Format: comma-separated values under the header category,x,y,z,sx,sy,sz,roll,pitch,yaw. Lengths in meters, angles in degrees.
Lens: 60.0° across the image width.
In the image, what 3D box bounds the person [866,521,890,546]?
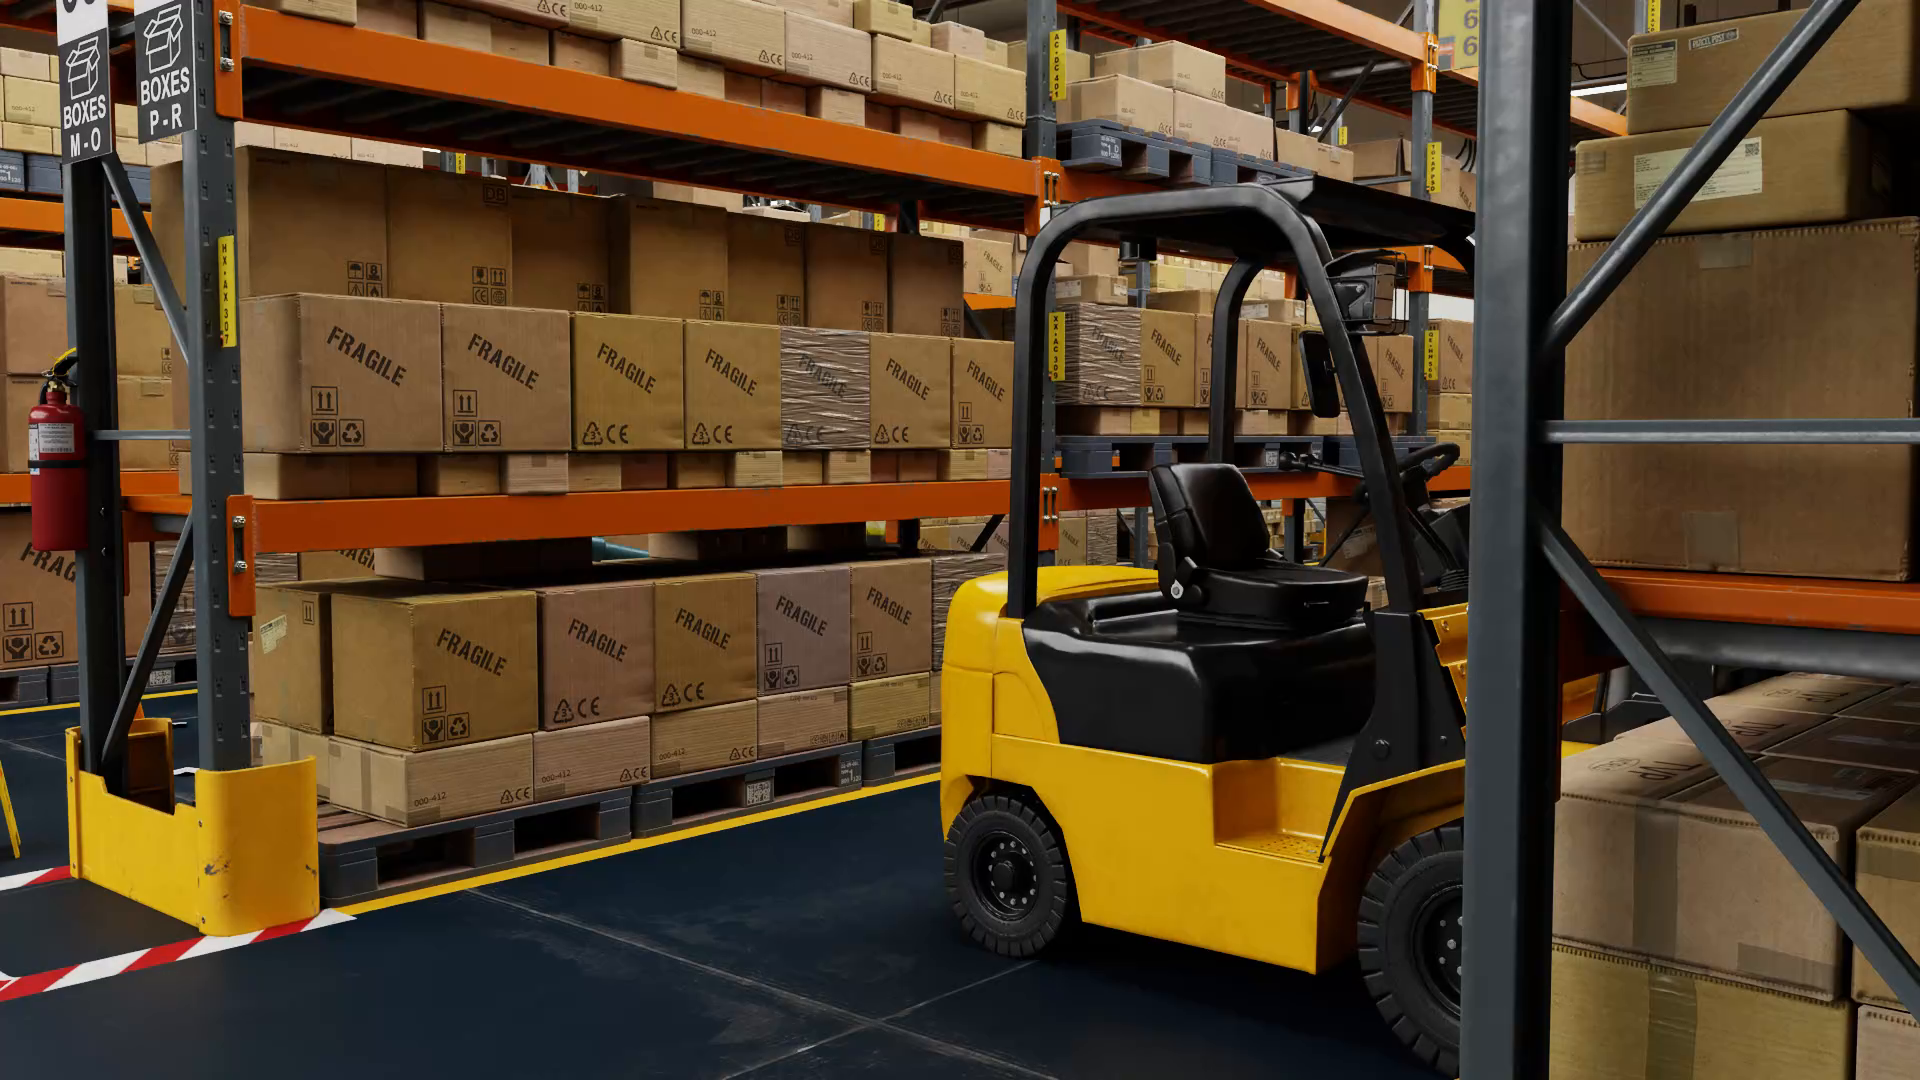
category,x,y,z,sx,sy,sz,roll,pitch,yaw
person,-0.681,-0.045,11.267,0.472,1.802,0.625,3,5,38
